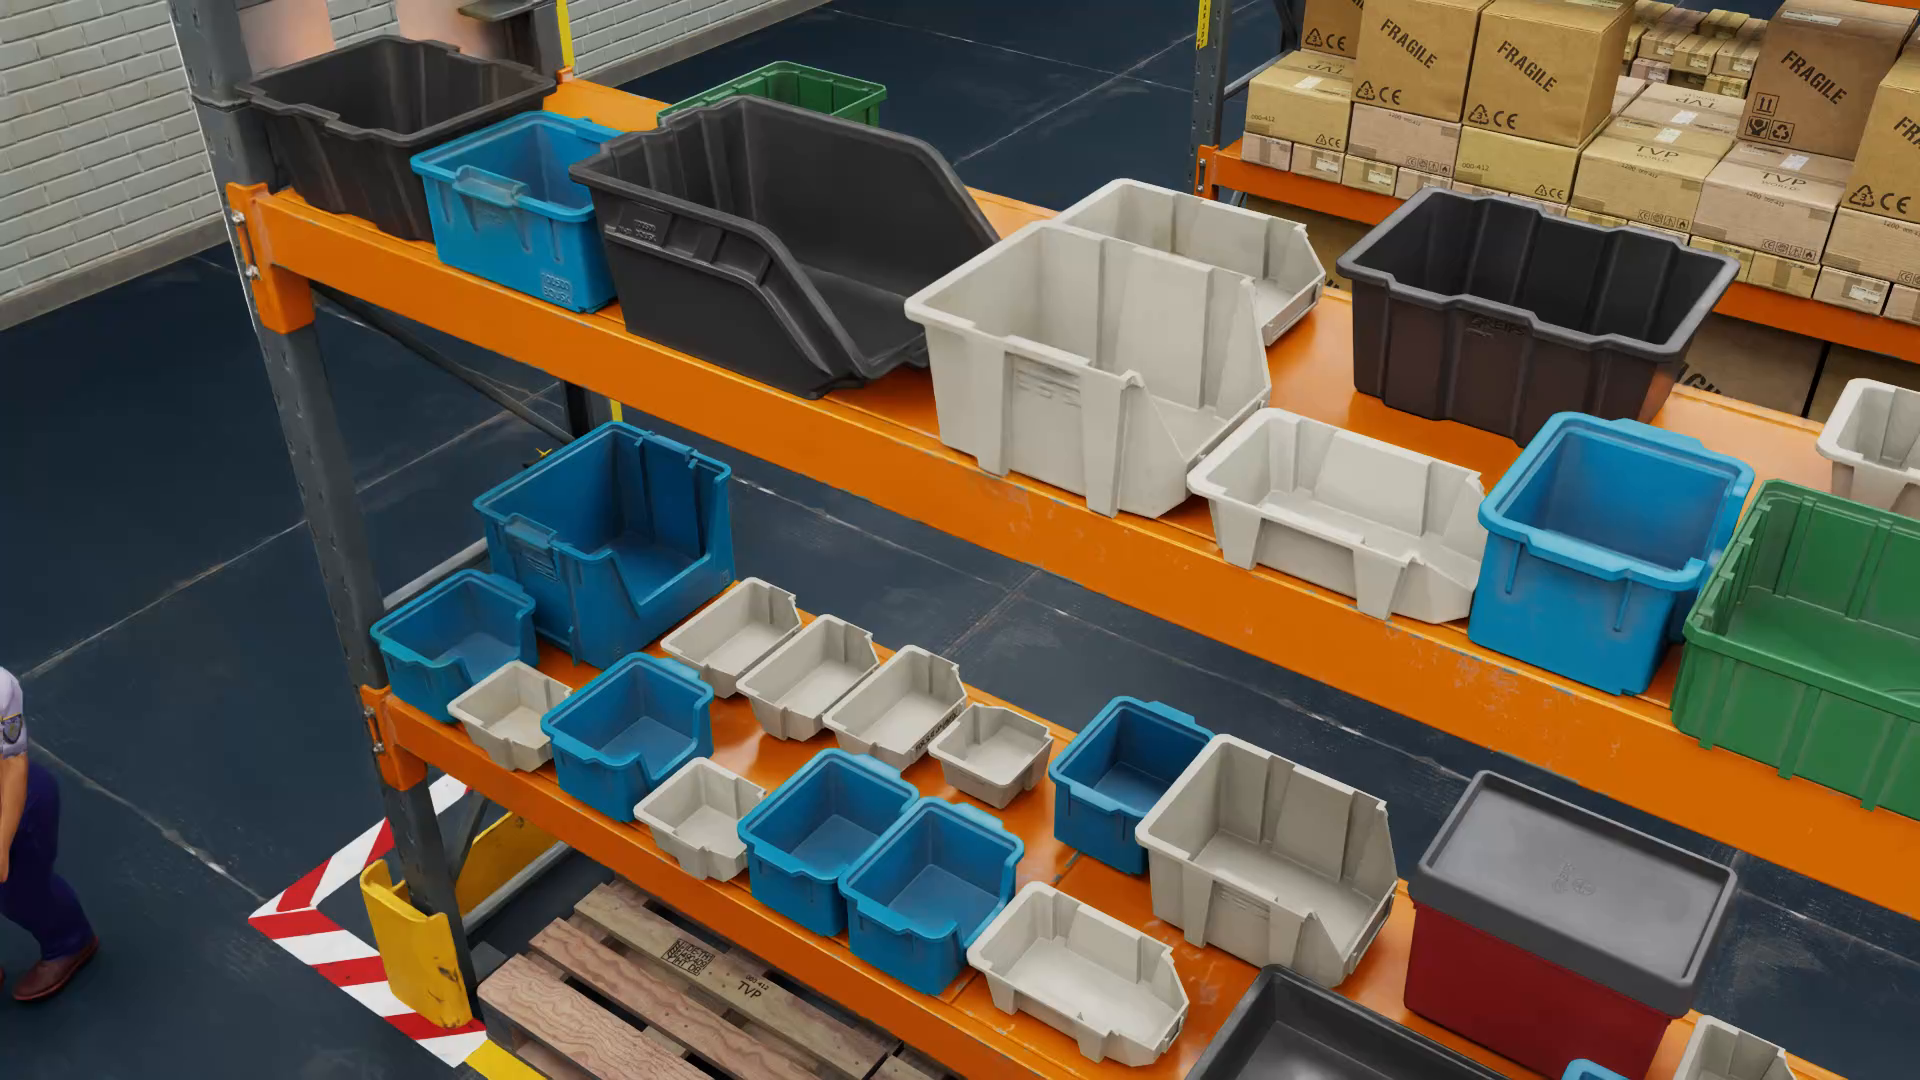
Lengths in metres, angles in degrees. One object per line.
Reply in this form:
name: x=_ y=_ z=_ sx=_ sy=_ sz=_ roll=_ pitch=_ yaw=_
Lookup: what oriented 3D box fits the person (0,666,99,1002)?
person: x=-2.954 y=0.851 z=4.968 sx=0.560 sy=1.704 sz=0.474 roll=7 pitch=35 yaw=10
